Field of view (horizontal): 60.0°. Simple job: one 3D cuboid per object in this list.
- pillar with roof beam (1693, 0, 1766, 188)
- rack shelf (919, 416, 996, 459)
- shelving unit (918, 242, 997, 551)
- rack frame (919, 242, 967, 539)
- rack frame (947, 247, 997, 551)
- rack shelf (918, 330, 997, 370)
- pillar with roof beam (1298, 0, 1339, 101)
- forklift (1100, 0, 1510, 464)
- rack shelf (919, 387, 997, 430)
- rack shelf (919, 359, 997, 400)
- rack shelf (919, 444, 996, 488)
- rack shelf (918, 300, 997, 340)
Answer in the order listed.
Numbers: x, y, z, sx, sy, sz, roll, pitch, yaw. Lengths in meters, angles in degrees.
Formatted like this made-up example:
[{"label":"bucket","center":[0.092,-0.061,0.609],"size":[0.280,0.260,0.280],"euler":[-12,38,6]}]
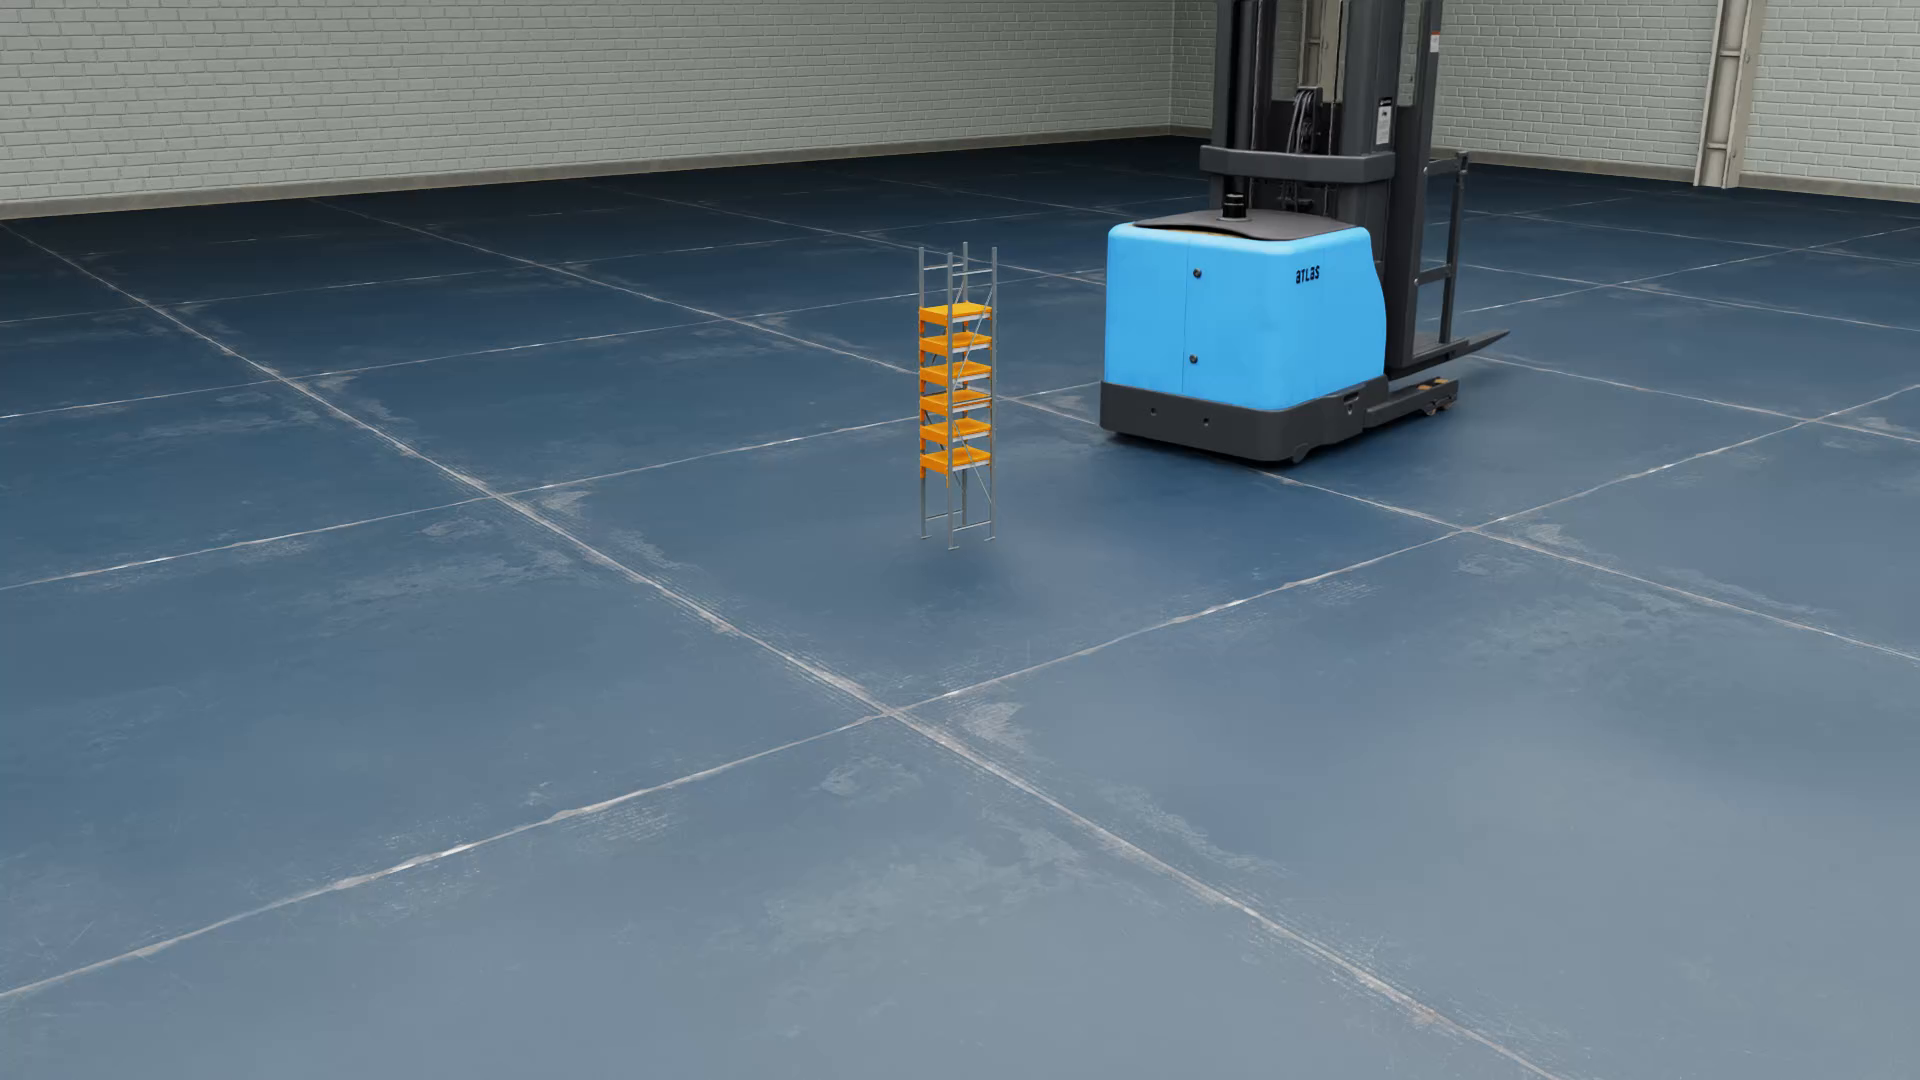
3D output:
[{"label":"pillar with roof beam","center":[5.365,-7.525,15.272],"size":[9.100,9.000,0.400],"euler":[-14,23,-36]},{"label":"rack shelf","center":[-0.009,-0.417,6.736],"size":[0.258,0.103,0.180],"euler":[-14,23,-36]},{"label":"shelving unit","center":[-0.009,-0.573,6.685],"size":[0.258,1.200,0.189],"euler":[-14,23,-36]},{"label":"rack frame","center":[-0.066,-0.596,6.753],"size":[0.240,1.200,0.006],"euler":[-14,23,-36]},{"label":"rack frame","center":[0.048,-0.551,6.617],"size":[0.240,1.200,0.006],"euler":[-14,23,-36]},{"label":"rack shelf","center":[-0.009,-0.759,6.623],"size":[0.258,0.103,0.180],"euler":[-14,23,-36]},{"label":"pillar with roof beam","center":[1.640,-9.003,19.737],"size":[9.100,9.000,0.400],"euler":[-14,23,-36]},{"label":"forklift","center":[2.047,-2.143,8.671],"size":[1.130,2.935,3.031],"euler":[15,24,38]},{"label":"rack shelf","center":[-0.009,-0.531,6.699],"size":[0.258,0.103,0.180],"euler":[-14,23,-36]},{"label":"rack shelf","center":[-0.009,-0.645,6.661],"size":[0.258,0.103,0.180],"euler":[-14,23,-36]},{"label":"rack shelf","center":[-0.009,-0.303,6.774],"size":[0.258,0.103,0.180],"euler":[-14,23,-36]},{"label":"rack shelf","center":[-0.009,-0.873,6.585],"size":[0.258,0.103,0.180],"euler":[-14,23,-36]}]
